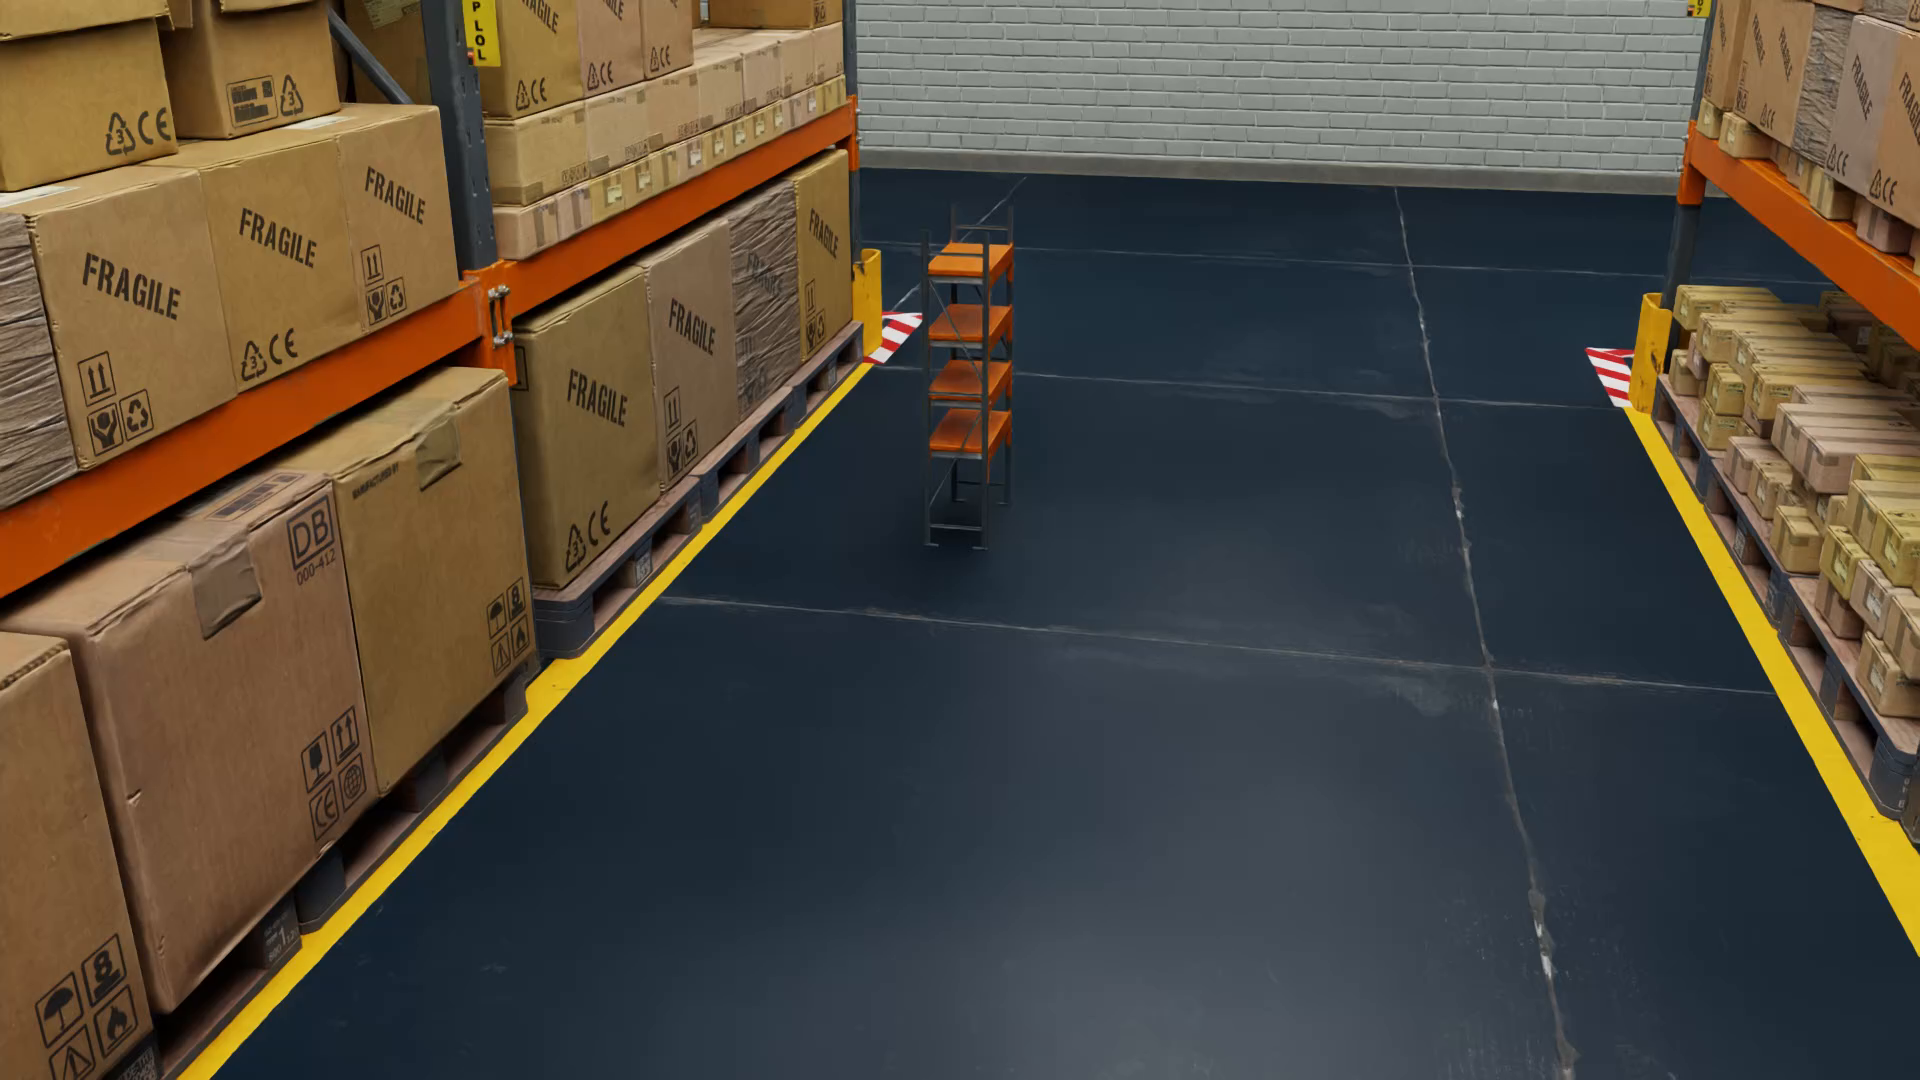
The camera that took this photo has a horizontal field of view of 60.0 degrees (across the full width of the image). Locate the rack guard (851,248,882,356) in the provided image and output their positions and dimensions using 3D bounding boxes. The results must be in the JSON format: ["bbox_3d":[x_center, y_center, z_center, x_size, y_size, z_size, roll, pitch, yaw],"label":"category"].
[{"bbox_3d":[-1.016,-1.298,8.908,1.175,0.500,0.348,4,22,11],"label":"rack guard"}]

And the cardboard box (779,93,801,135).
[{"bbox_3d":[-0.927,-1.898,7.388,0.380,0.149,0.250,5,22,12],"label":"cardboard box"}]

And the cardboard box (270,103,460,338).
[{"bbox_3d":[-1.665,-0.840,4.291,0.500,0.500,0.500,5,22,11],"label":"cardboard box"}]

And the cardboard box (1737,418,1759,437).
[{"bbox_3d":[3.259,-0.360,6.486,0.380,0.149,0.250,5,22,11],"label":"cardboard box"}]

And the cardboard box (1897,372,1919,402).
[{"bbox_3d":[3.641,-0.497,6.030,0.380,0.149,0.250,4,22,9],"label":"cardboard box"}]

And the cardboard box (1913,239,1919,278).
[{"bbox_3d":[2.886,-0.772,4.592,0.380,0.149,0.250,5,23,13],"label":"cardboard box"}]

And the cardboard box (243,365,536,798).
[{"bbox_3d":[-1.948,0.040,4.520,1.225,0.875,0.875,5,22,11],"label":"cardboard box"}]

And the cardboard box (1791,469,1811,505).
[{"bbox_3d":[3.086,-0.195,5.679,0.380,0.149,0.250,3,22,8],"label":"cardboard box"}]

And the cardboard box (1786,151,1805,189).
[{"bbox_3d":[3.232,-1.343,6.008,0.380,0.149,0.250,4,22,10],"label":"cardboard box"}]

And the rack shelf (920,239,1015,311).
[{"bbox_3d":[0.034,-0.982,6.133,0.258,0.148,0.480,4,22,11],"label":"rack shelf"}]

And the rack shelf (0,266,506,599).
[{"bbox_3d":[-2.245,0.079,3.105,1.077,0.370,4.000,4,22,11],"label":"rack shelf"}]

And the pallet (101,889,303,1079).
[{"bbox_3d":[-2.167,1.043,3.481,1.003,0.211,1.213,4,22,11],"label":"pallet"}]

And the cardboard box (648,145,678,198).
[{"bbox_3d":[-1.240,-1.335,5.988,0.380,0.149,0.250,4,22,10],"label":"cardboard box"}]

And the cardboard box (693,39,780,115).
[{"bbox_3d":[-1.067,-1.948,6.978,0.500,0.250,0.500,4,22,9],"label":"cardboard box"}]

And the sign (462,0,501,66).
[{"bbox_3d":[-1.304,-1.448,4.491,0.100,0.325,0.005,4,22,11],"label":"sign"}]

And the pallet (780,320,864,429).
[{"bbox_3d":[-1.107,-0.857,8.199,1.003,0.211,1.213,4,22,11],"label":"pallet"}]

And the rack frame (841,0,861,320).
[{"bbox_3d":[-1.021,-2.449,8.419,1.000,3.000,0.127,4,22,11],"label":"rack frame"}]

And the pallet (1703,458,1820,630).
[{"bbox_3d":[3.347,0.027,6.005,1.003,0.211,1.213,4,22,11],"label":"pallet"}]

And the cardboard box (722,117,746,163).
[{"bbox_3d":[-1.083,-1.618,6.692,0.380,0.149,0.250,5,22,12],"label":"cardboard box"}]

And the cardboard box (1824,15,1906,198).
[{"bbox_3d":[3.030,-1.325,5.097,0.500,0.500,0.500,4,22,11],"label":"cardboard box"}]

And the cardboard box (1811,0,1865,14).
[{"bbox_3d":[3.138,-1.978,5.379,0.500,0.500,0.500,4,22,9],"label":"cardboard box"}]

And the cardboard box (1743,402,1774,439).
[{"bbox_3d":[3.262,-0.490,6.411,0.380,0.149,0.250,3,22,8],"label":"cardboard box"}]

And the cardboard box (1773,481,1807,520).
[{"bbox_3d":[3.075,-0.081,5.795,0.380,0.149,0.250,5,22,12],"label":"cardboard box"}]

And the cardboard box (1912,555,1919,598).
[{"bbox_3d":[2.816,0.131,4.471,0.380,0.149,0.250,5,22,12],"label":"cardboard box"}]

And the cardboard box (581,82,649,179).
[{"bbox_3d":[-1.378,-1.388,5.587,0.500,0.250,0.500,4,22,11],"label":"cardboard box"}]

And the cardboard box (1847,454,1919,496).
[{"bbox_3d":[3.002,-0.146,5.159,0.380,0.149,0.250,5,23,13],"label":"cardboard box"}]

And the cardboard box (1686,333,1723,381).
[{"bbox_3d":[3.345,-0.776,7.122,0.380,0.149,0.250,4,22,11],"label":"cardboard box"}]

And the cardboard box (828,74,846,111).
[{"bbox_3d":[-0.771,-2.177,8.080,0.380,0.149,0.250,5,22,12],"label":"cardboard box"}]

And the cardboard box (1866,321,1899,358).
[{"bbox_3d":[3.918,-0.777,6.726,0.380,0.149,0.250,4,22,10],"label":"cardboard box"}]

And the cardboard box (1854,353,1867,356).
[{"bbox_3d":[3.880,-0.738,7.026,0.380,0.149,0.250,4,22,10],"label":"cardboard box"}]

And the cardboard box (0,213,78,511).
[{"bbox_3d":[-1.980,-0.286,2.914,0.500,0.500,0.500,5,22,11],"label":"cardboard box"}]

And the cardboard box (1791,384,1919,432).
[{"bbox_3d":[3.168,-0.434,5.875,0.380,0.149,0.250,5,22,11],"label":"cardboard box"}]

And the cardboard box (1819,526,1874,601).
[{"bbox_3d":[2.832,0.080,4.995,0.380,0.149,0.250,4,22,9],"label":"cardboard box"}]

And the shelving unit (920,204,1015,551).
[{"bbox_3d":[0.034,-0.617,6.280,0.258,1.200,0.503,4,22,11],"label":"shelving unit"}]

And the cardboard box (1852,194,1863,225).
[{"bbox_3d":[3.093,-1.055,5.295,0.380,0.149,0.250,4,22,10],"label":"cardboard box"}]

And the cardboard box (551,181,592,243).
[{"bbox_3d":[-1.397,-1.048,5.278,0.380,0.149,0.250,4,22,9],"label":"cardboard box"}]

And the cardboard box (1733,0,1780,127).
[{"bbox_3d":[3.368,-1.877,6.468,0.500,0.500,0.500,5,22,11],"label":"cardboard box"}]

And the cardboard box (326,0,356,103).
[{"bbox_3d":[-2.005,-1.591,5.087,0.500,0.500,0.500,5,22,12],"label":"cardboard box"}]

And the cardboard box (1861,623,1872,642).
[{"bbox_3d":[2.879,0.299,4.851,0.380,0.149,0.250,5,22,12],"label":"cardboard box"}]

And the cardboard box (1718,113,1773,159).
[{"bbox_3d":[3.309,-1.633,6.730,0.380,0.149,0.250,4,22,9],"label":"cardboard box"}]

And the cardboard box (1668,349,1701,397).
[{"bbox_3d":[3.394,-0.739,7.427,0.380,0.149,0.250,5,22,12],"label":"cardboard box"}]

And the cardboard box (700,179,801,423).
[{"bbox_3d":[-1.259,-1.085,7.315,0.875,0.875,0.875,4,22,11],"label":"cardboard box"}]

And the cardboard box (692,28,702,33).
[{"bbox_3d":[-1.483,-2.172,7.533,0.500,0.250,0.500,4,22,10],"label":"cardboard box"}]

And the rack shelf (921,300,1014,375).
[{"bbox_3d":[0.034,-0.762,6.221,0.258,0.148,0.480,4,22,11],"label":"rack shelf"}]

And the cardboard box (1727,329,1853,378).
[{"bbox_3d":[3.290,-0.727,6.601,0.380,0.149,0.250,3,22,8],"label":"cardboard box"}]

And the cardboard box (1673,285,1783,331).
[{"bbox_3d":[3.375,-1.016,7.320,0.380,0.149,0.250,3,22,8],"label":"cardboard box"}]

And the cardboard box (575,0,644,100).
[{"bbox_3d":[-1.381,-1.737,5.451,0.500,0.500,0.500,4,22,11],"label":"cardboard box"}]
